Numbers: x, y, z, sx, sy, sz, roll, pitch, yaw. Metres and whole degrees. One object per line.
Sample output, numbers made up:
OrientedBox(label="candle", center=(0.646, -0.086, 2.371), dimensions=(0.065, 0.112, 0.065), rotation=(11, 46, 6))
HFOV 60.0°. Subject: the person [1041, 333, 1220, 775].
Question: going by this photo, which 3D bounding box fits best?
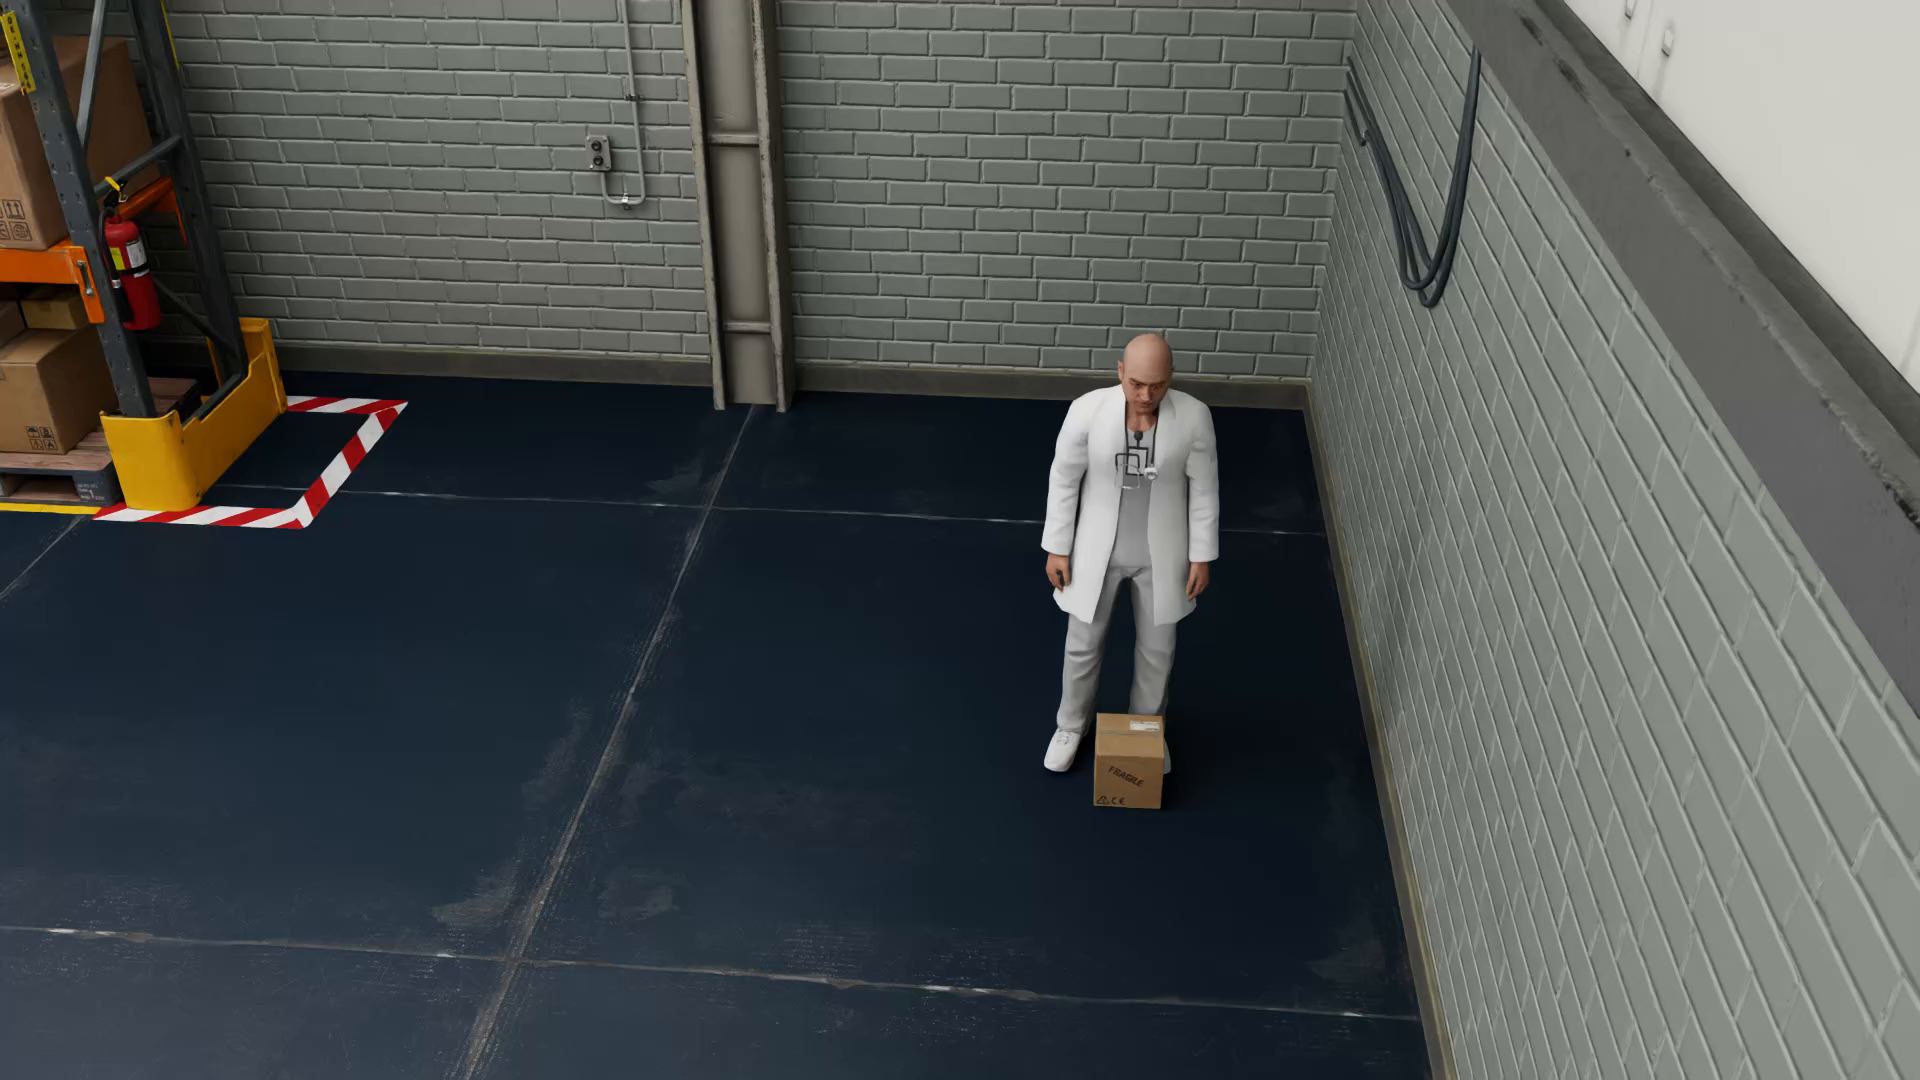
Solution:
OrientedBox(label="person", center=(0.618, 0.054, 6.062), dimensions=(0.644, 1.774, 0.428), rotation=(3, 32, 4))
